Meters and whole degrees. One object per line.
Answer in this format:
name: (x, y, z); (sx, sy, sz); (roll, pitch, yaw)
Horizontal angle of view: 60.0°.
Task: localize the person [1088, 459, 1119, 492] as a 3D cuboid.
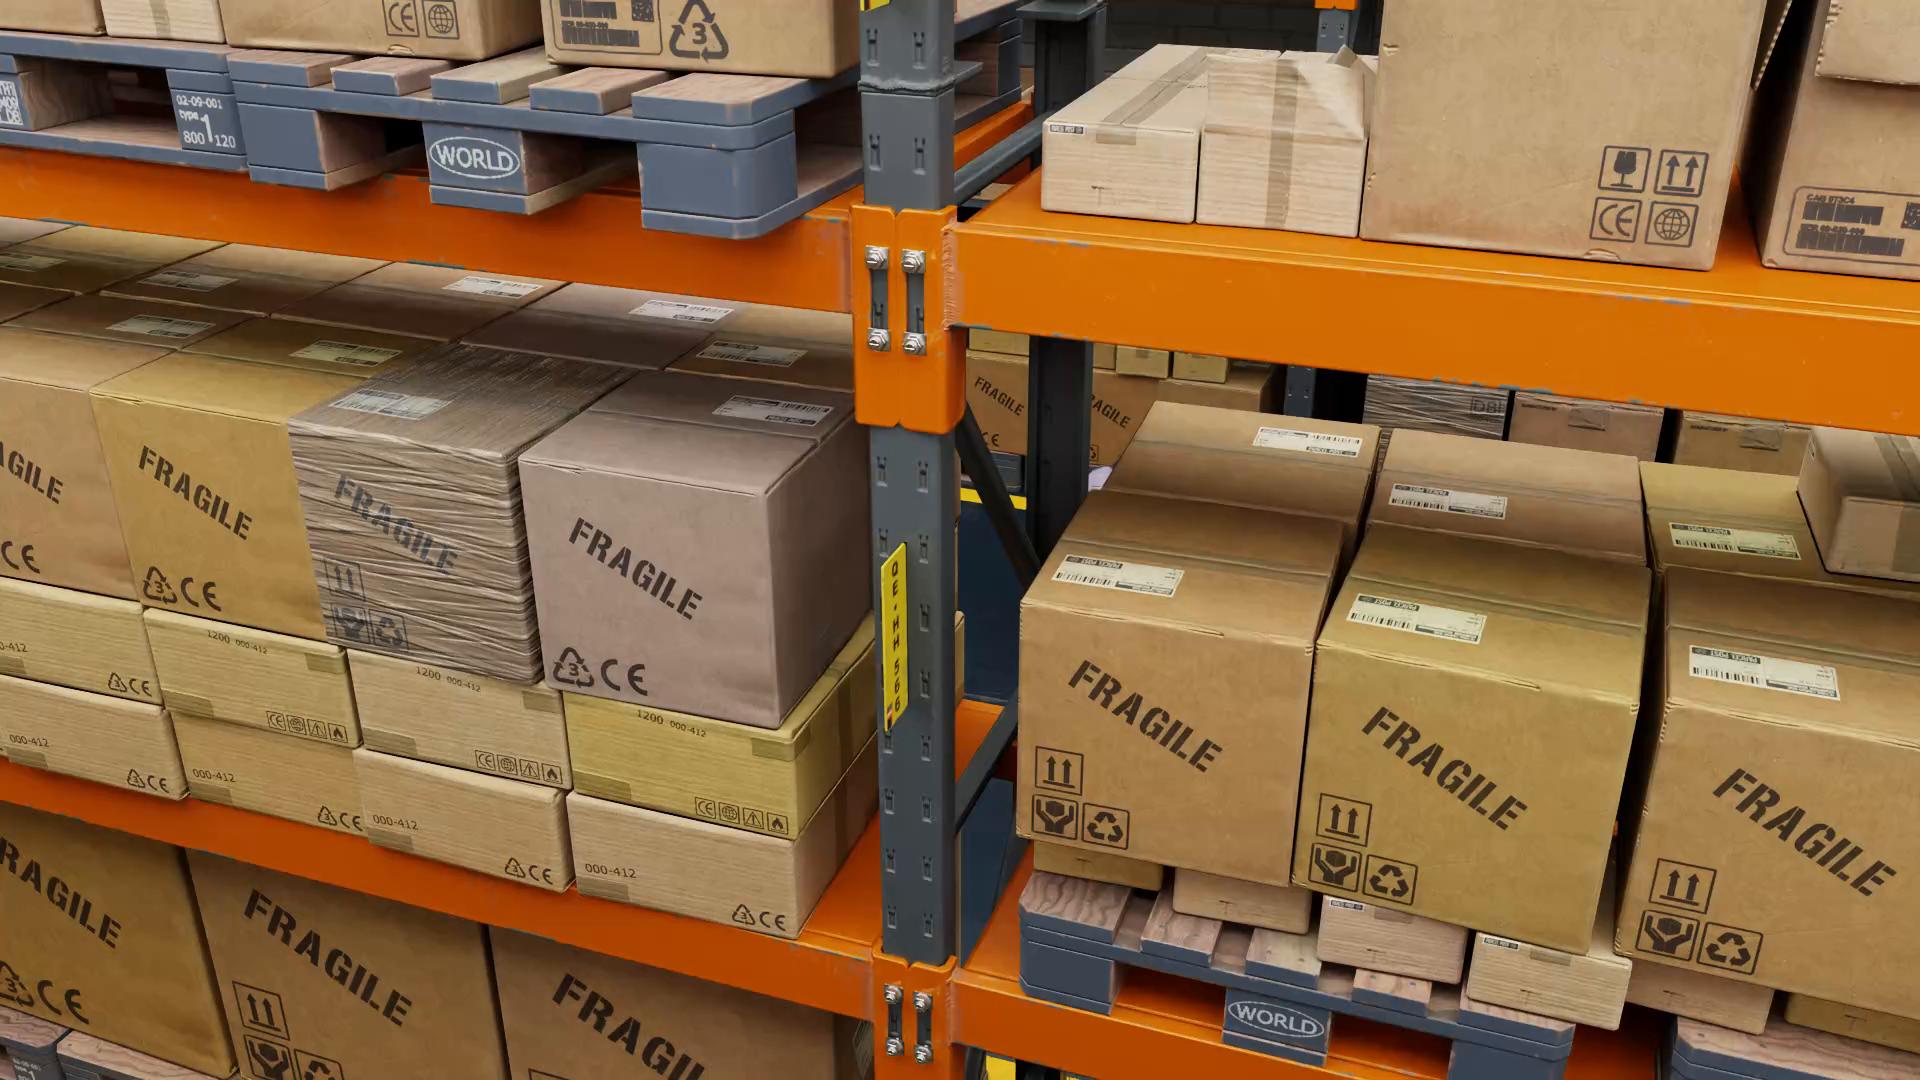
person: (0.634, 0.080, 6.985); (0.521, 0.784, 0.905); (8, 27, 16)
